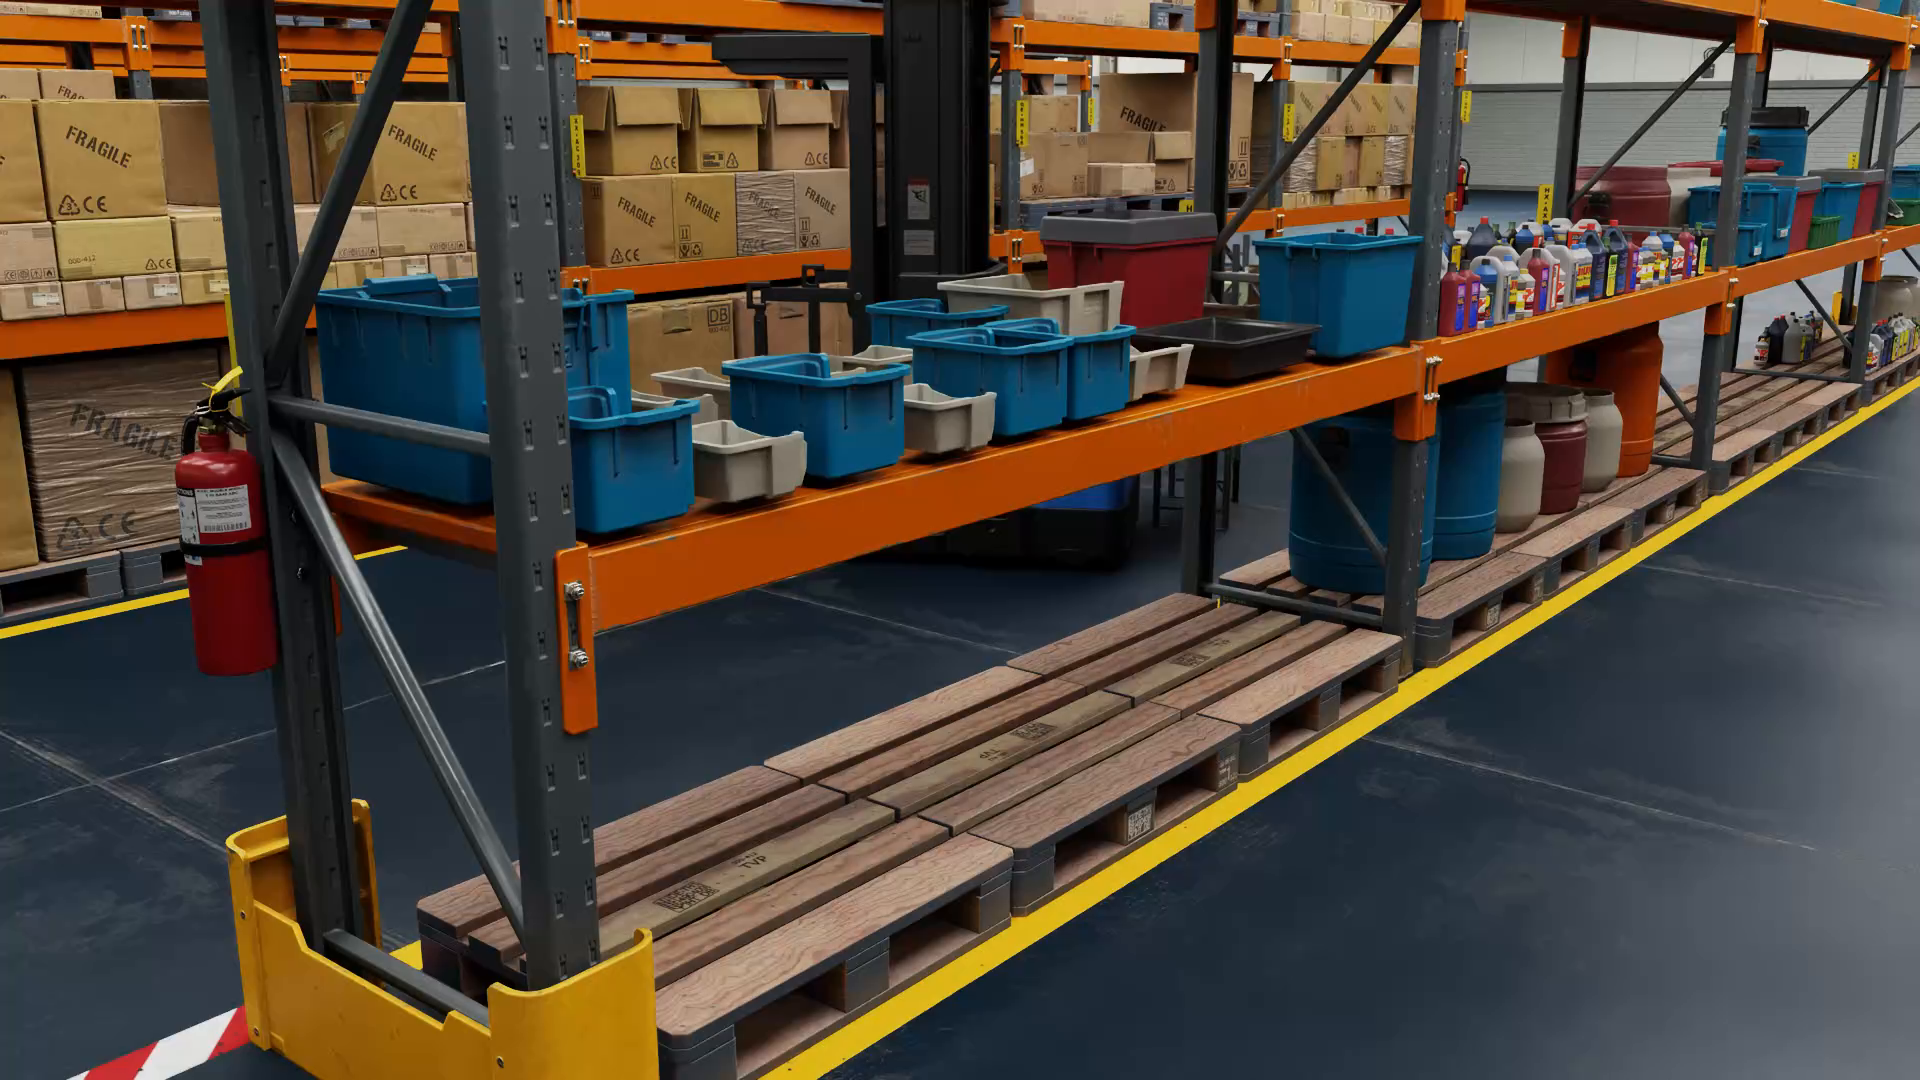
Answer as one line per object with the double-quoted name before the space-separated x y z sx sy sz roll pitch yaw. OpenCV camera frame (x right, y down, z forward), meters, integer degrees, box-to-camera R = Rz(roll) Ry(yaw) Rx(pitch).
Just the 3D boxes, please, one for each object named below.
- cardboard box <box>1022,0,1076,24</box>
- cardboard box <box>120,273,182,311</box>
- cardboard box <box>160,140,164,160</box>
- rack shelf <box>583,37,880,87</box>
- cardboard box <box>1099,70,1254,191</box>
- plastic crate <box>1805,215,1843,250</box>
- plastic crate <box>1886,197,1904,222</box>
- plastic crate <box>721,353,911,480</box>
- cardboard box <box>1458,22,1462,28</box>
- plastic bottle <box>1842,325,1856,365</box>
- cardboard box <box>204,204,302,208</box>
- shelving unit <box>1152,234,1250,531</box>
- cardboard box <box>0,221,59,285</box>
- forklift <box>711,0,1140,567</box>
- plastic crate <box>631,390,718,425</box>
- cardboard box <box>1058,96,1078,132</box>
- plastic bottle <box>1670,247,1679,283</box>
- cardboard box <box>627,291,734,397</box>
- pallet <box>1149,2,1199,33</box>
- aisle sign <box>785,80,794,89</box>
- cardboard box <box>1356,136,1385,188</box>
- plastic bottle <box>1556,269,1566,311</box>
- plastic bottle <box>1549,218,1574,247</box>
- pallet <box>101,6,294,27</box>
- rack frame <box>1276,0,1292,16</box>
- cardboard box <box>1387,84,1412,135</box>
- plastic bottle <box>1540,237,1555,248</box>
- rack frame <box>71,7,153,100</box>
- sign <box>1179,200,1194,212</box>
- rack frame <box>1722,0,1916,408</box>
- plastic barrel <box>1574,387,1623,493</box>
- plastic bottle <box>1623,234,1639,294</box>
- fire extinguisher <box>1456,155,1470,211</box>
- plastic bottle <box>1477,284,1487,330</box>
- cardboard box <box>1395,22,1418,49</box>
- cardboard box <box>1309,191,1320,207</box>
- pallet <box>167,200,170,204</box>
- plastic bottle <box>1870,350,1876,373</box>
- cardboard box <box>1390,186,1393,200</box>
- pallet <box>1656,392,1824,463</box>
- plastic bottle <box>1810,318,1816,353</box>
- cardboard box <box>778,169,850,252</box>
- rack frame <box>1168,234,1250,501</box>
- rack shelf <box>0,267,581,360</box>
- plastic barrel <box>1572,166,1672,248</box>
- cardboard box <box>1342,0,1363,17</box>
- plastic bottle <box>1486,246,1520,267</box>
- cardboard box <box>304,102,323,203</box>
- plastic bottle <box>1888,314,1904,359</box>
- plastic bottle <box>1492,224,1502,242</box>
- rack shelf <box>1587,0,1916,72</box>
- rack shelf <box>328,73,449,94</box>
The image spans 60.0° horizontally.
"cardboard box" 0.508 -3.954 12.307 0.500 0.250 0.500 12 18 39
"cardboard box" -3.727 -1.132 7.496 0.380 0.149 0.250 11 18 37
"cardboard box" -6.193 -3.020 12.868 0.380 0.149 0.250 12 19 40
"rack shelf" -2.522 -4.797 16.783 1.077 0.370 4.000 11 18 38
"cardboard box" 1.921 -3.652 14.834 1.000 1.000 1.000 11 18 38
"plastic crate" 5.506 -2.042 10.998 0.450 0.188 0.662 11 18 38
"plastic crate" 6.809 -2.572 12.781 0.767 0.338 0.504 11 18 38
"plastic crate" -0.336 -0.294 3.905 0.416 0.233 0.300 11 18 38
"cardboard box" 5.111 -5.527 17.690 0.380 0.149 0.250 11 18 38
"plastic bottle" 7.099 -1.564 13.172 0.144 0.351 0.185 11 18 38
"cardboard box" -3.636 -1.583 8.464 0.500 0.250 0.500 12 18 39
"shelving unit" 1.312 -0.875 9.021 0.431 1.500 0.755 3 15 13
"cardboard box" -4.180 -1.212 7.003 0.500 0.250 0.500 11 18 37
"forklift" -0.614 -1.448 8.370 3.031 2.935 1.130 3 14 10
"plastic crate" -0.789 -0.309 4.160 0.396 0.136 0.243 11 18 38
"cardboard box" 0.985 -5.372 21.179 0.875 0.550 0.550 11 18 38
"plastic bottle" 3.652 -1.434 8.578 0.097 0.201 0.097 0 14 0
"cardboard box" -2.112 -1.055 10.147 1.225 0.875 0.875 11 18 38
"pallet" 1.409 -4.350 13.943 1.213 0.211 1.003 11 18 38
"aisle sign" -2.400 -6.815 24.076 0.394 0.787 0.004 11 18 38
"cardboard box" 3.784 -3.848 16.872 0.875 0.500 0.500 11 18 38
"plastic bottle" 2.617 -1.118 7.336 0.097 0.201 0.097 0 14 0
"plastic bottle" 3.344 -1.663 9.327 0.152 0.276 0.135 11 18 38
"pallet" -5.822 -4.007 12.595 1.213 0.211 1.003 11 18 38
"rack frame" 2.529 -6.196 14.735 1.000 3.000 0.127 11 18 38
"cardboard box" 4.264 -4.396 16.996 0.500 0.500 0.500 11 18 38
"plastic bottle" 3.162 -1.522 8.926 0.097 0.201 0.097 0 14 0
"rack frame" -6.293 -2.543 12.540 1.000 3.000 0.127 11 18 38
"sign" 0.927 -1.209 6.728 0.100 0.325 0.005 11 18 38
"rack frame" 6.381 -2.522 12.457 1.000 3.000 0.127 11 18 38
"plastic barrel" 3.288 -0.535 8.836 0.421 0.512 0.421 0 14 0
"plastic bottle" 3.227 -1.337 8.029 0.061 0.283 0.133 11 18 38
"fire extinguisher" 5.473 -3.967 18.304 0.296 0.674 0.183 11 18 38
"plastic bottle" 2.058 -0.948 6.665 0.097 0.201 0.097 0 14 0
"cardboard box" 4.297 -5.111 16.861 0.500 0.250 0.500 12 18 39
"cardboard box" 3.201 -3.259 15.869 0.380 0.149 0.250 11 18 38
"pallet" -5.700 -2.574 13.052 1.003 0.211 1.213 11 18 38
"plastic bottle" 6.987 -1.391 12.797 0.097 0.201 0.097 0 14 0
"cardboard box" 4.252 -3.604 17.227 0.380 0.149 0.250 11 18 38
"pallet" 5.152 -0.779 11.260 1.003 0.211 1.213 11 18 38
"plastic bottle" 7.074 -1.699 13.842 0.061 0.283 0.133 11 18 38
"cardboard box" -1.065 -2.146 10.774 0.500 0.500 0.500 12 18 39
"rack frame" 1.397 -0.963 9.366 0.400 1.500 0.023 3 15 13
"rack shelf" -3.756 -1.024 8.024 1.077 0.370 4.000 11 18 38
"plastic barrel" 3.923 -1.957 9.959 0.600 0.536 0.708 11 18 38
"cardboard box" 3.630 -5.078 15.924 0.380 0.149 0.250 11 18 37
"plastic bottle" 2.404 -1.160 7.349 0.152 0.276 0.135 11 18 38
"cardboard box" -3.314 -2.046 8.761 0.500 0.500 0.500 11 18 38
"plastic bottle" 7.597 -1.659 13.547 0.144 0.351 0.185 11 18 37
"plastic bottle" 2.789 -1.515 8.730 0.061 0.283 0.133 11 18 38
"rack shelf" 5.124 -3.244 10.668 1.077 0.370 4.000 11 18 38
"rack shelf" -7.785 -7.077 25.758 1.077 0.370 4.000 11 18 38
